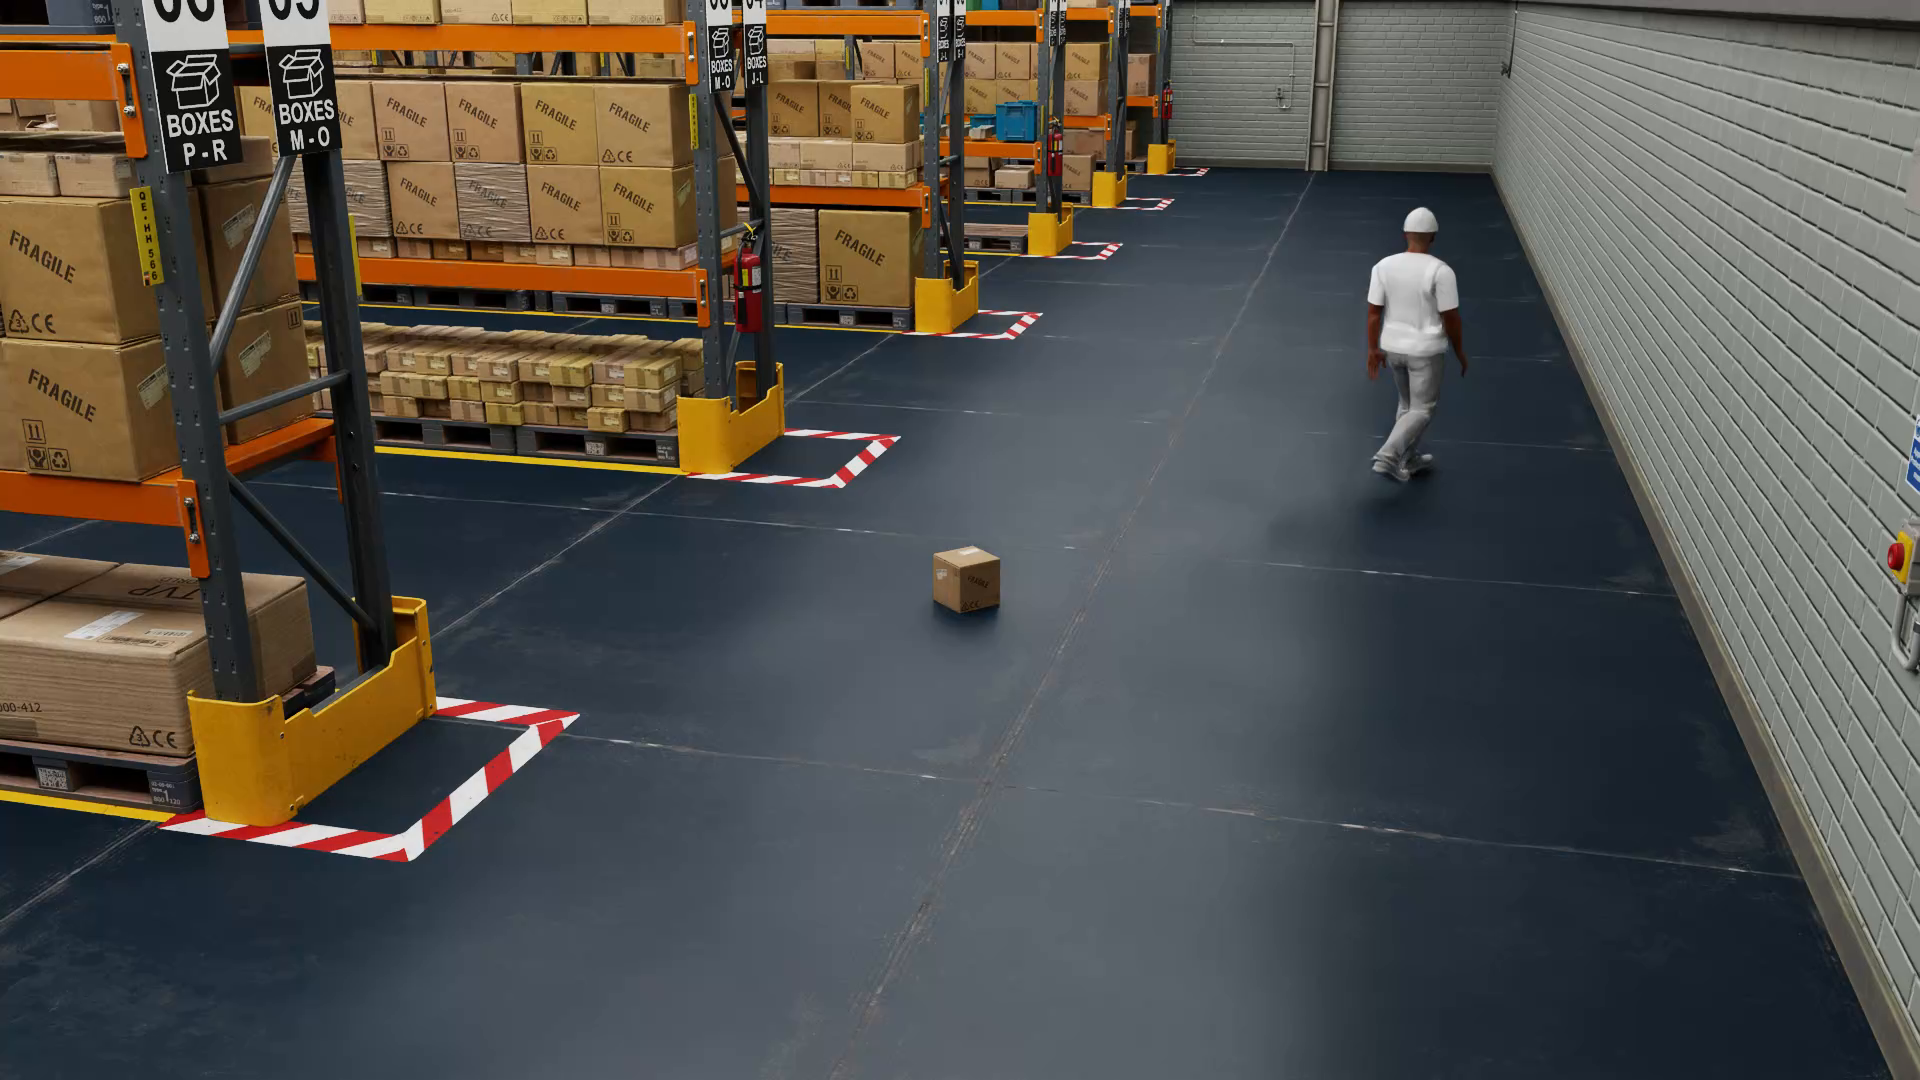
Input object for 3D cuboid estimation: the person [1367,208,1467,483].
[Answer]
[{"bbox_3d":[2.843,-1.191,10.369,0.926,1.738,0.581,-16,24,-40],"label":"person"}]
